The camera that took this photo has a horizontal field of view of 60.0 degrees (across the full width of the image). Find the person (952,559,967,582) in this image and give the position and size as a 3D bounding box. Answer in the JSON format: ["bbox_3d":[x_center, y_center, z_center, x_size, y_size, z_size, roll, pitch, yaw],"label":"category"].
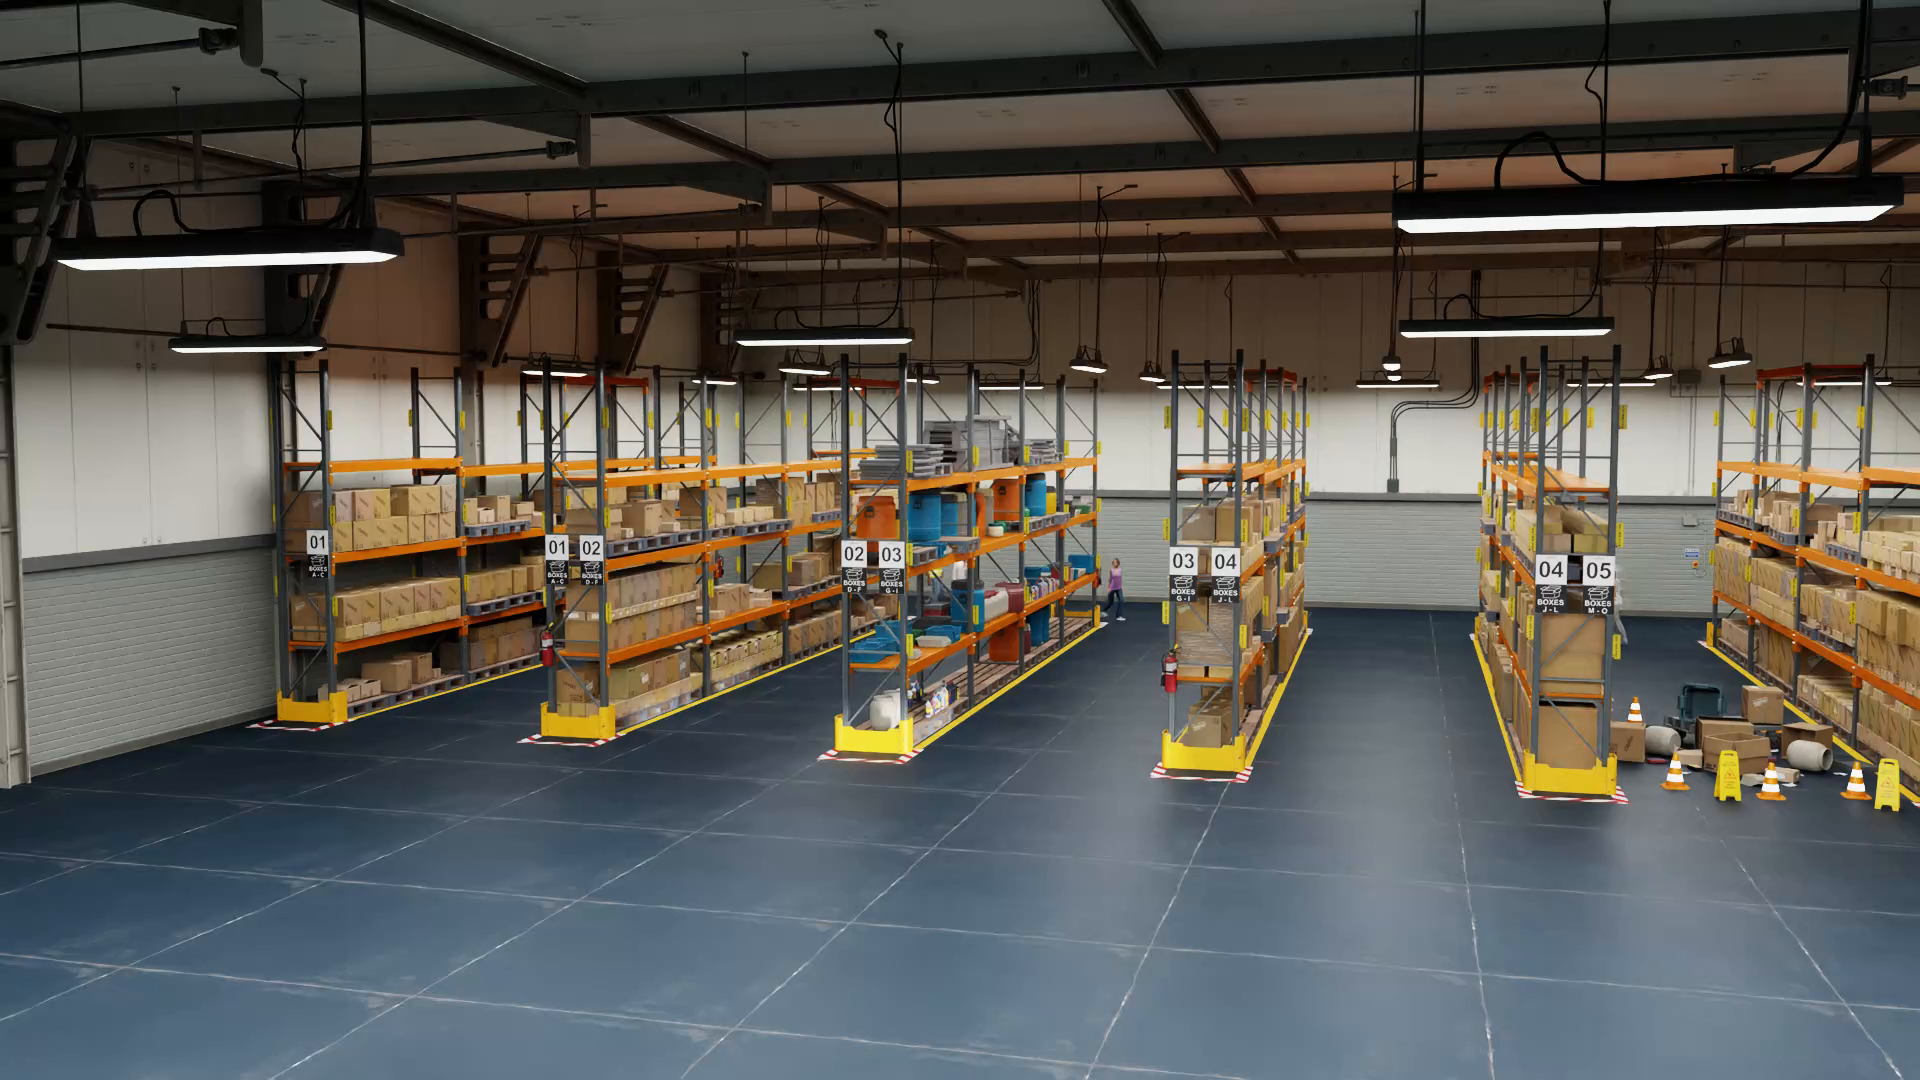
[{"bbox_3d":[0.137,1.159,41.163,0.605,1.784,0.635,-2,5,-31],"label":"person"}]

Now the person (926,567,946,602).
[{"bbox_3d":[-0.639,0.988,43.351,0.501,1.758,0.555,2,4,21],"label":"person"}]

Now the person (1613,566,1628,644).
[{"bbox_3d":[14.513,1.431,37.196,0.686,1.747,0.953,-3,5,-38],"label":"person"}]

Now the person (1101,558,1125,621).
[{"bbox_3d":[3.869,1.221,41.597,0.518,1.550,0.806,-2,5,-27],"label":"person"}]
